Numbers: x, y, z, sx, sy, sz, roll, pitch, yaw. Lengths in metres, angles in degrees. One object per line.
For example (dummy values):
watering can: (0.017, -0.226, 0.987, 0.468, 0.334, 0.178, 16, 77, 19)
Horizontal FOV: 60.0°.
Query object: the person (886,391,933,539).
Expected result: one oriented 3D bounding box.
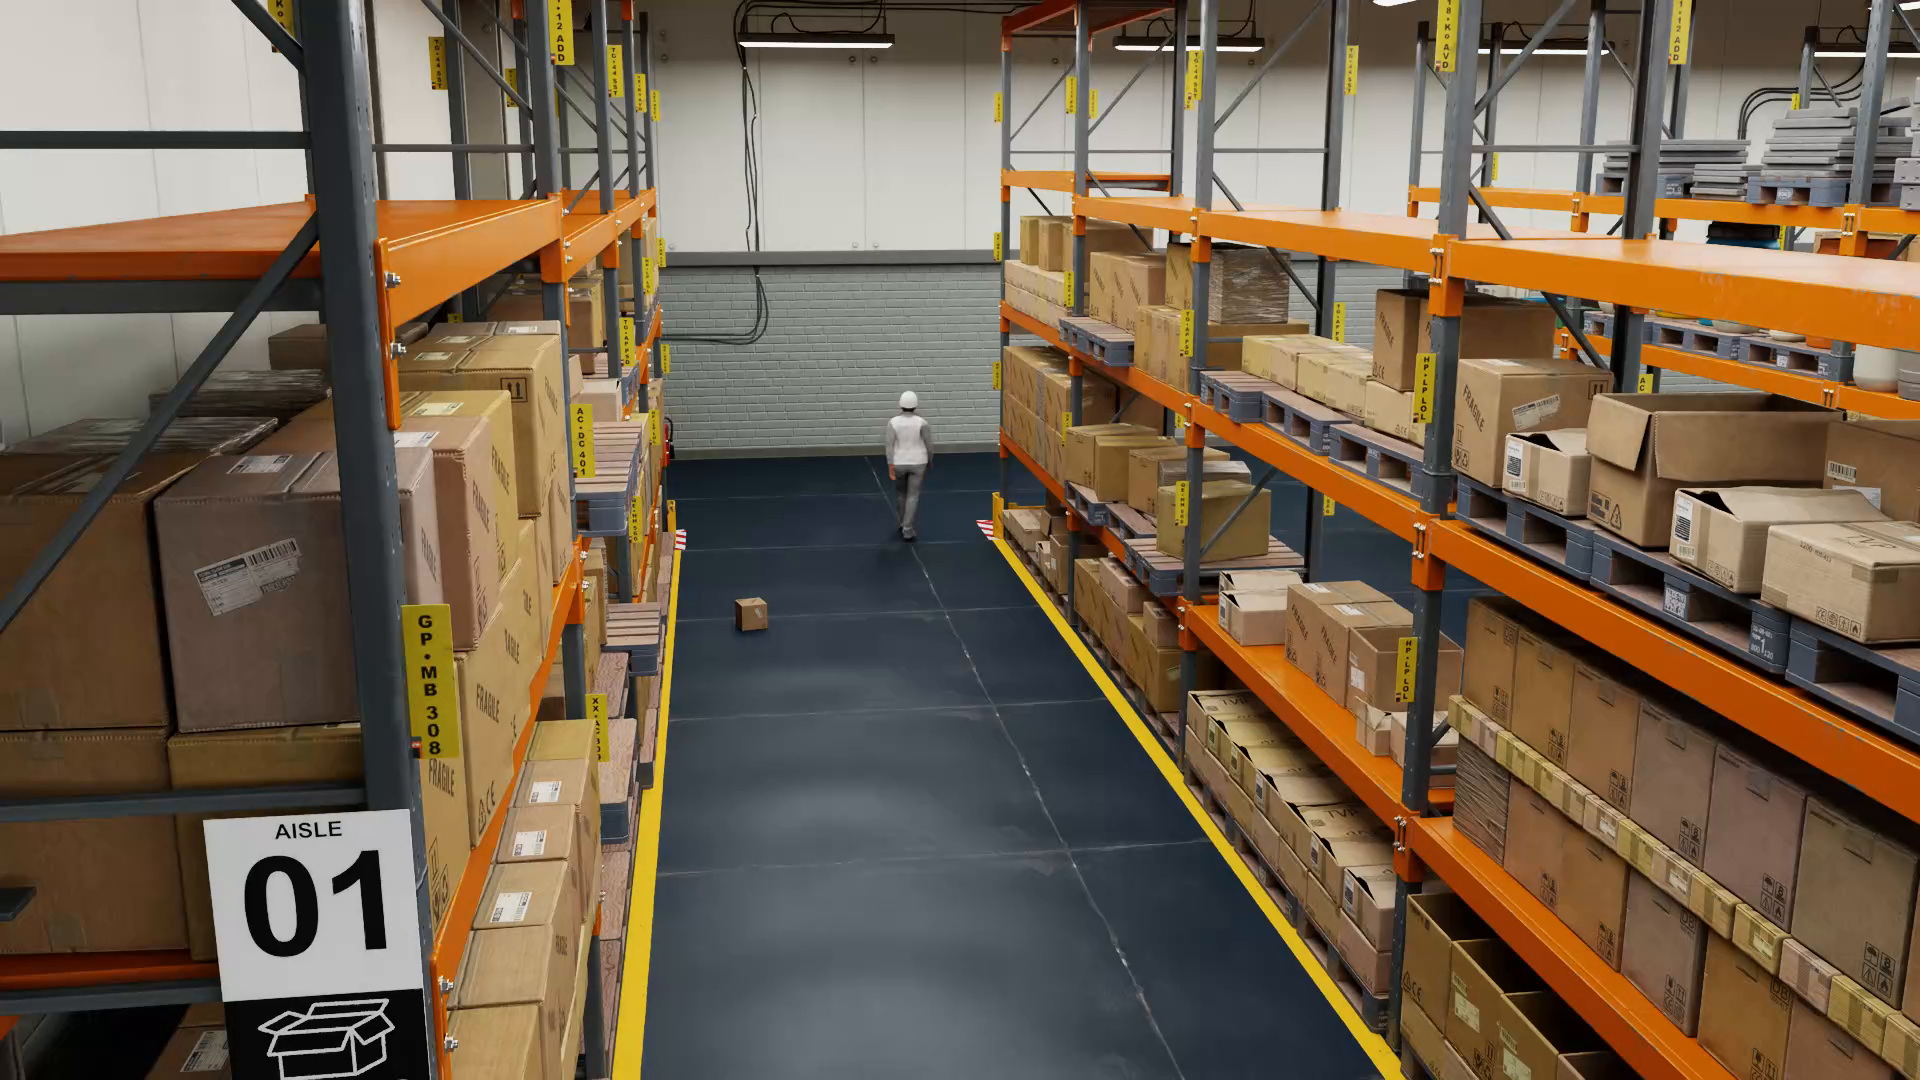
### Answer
person: (-0.577, -0.939, 19.916, 0.542, 1.736, 0.936, 2, 13, 10)
